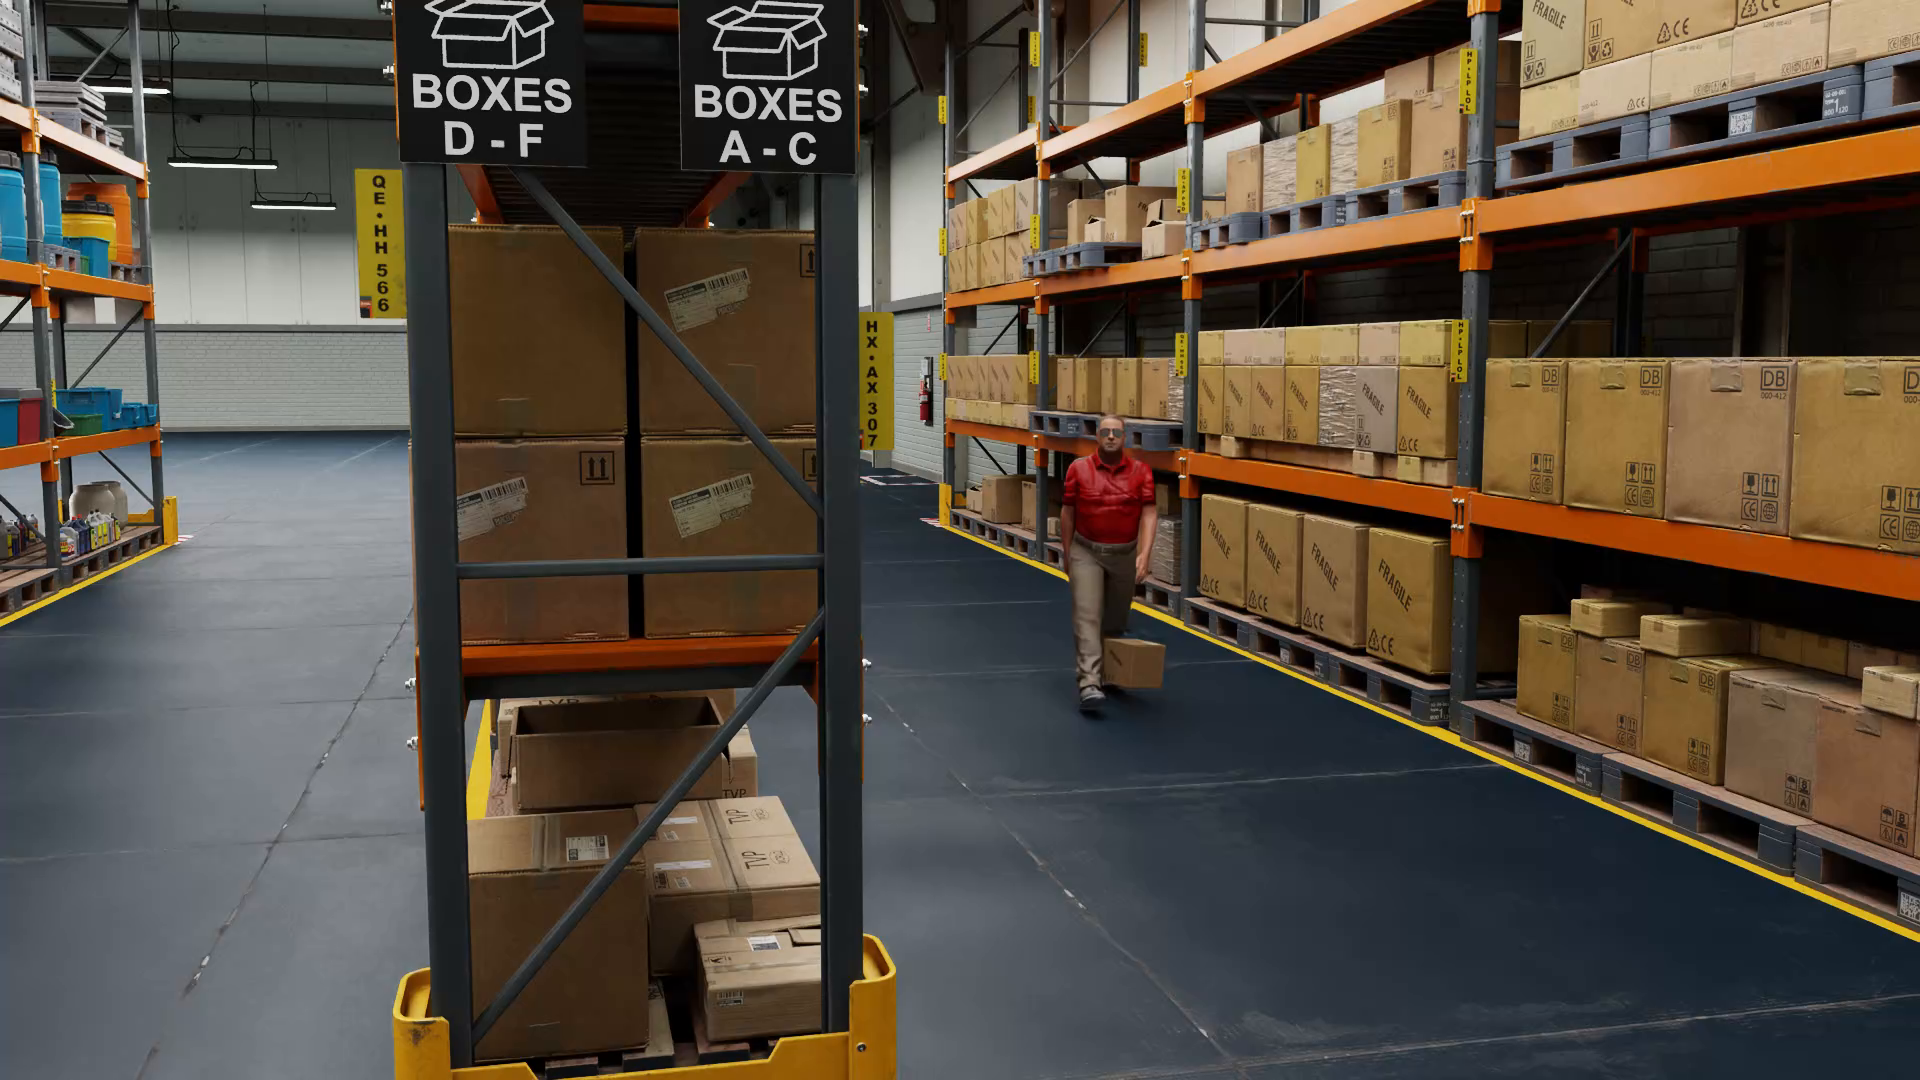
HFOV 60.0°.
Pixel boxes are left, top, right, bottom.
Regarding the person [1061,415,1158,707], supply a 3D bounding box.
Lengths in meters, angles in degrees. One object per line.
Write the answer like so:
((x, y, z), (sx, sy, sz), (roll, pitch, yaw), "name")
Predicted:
((0.865, 0.105, 9.675), (0.540, 1.669, 1.044), (-1, 6, -7), "person")
